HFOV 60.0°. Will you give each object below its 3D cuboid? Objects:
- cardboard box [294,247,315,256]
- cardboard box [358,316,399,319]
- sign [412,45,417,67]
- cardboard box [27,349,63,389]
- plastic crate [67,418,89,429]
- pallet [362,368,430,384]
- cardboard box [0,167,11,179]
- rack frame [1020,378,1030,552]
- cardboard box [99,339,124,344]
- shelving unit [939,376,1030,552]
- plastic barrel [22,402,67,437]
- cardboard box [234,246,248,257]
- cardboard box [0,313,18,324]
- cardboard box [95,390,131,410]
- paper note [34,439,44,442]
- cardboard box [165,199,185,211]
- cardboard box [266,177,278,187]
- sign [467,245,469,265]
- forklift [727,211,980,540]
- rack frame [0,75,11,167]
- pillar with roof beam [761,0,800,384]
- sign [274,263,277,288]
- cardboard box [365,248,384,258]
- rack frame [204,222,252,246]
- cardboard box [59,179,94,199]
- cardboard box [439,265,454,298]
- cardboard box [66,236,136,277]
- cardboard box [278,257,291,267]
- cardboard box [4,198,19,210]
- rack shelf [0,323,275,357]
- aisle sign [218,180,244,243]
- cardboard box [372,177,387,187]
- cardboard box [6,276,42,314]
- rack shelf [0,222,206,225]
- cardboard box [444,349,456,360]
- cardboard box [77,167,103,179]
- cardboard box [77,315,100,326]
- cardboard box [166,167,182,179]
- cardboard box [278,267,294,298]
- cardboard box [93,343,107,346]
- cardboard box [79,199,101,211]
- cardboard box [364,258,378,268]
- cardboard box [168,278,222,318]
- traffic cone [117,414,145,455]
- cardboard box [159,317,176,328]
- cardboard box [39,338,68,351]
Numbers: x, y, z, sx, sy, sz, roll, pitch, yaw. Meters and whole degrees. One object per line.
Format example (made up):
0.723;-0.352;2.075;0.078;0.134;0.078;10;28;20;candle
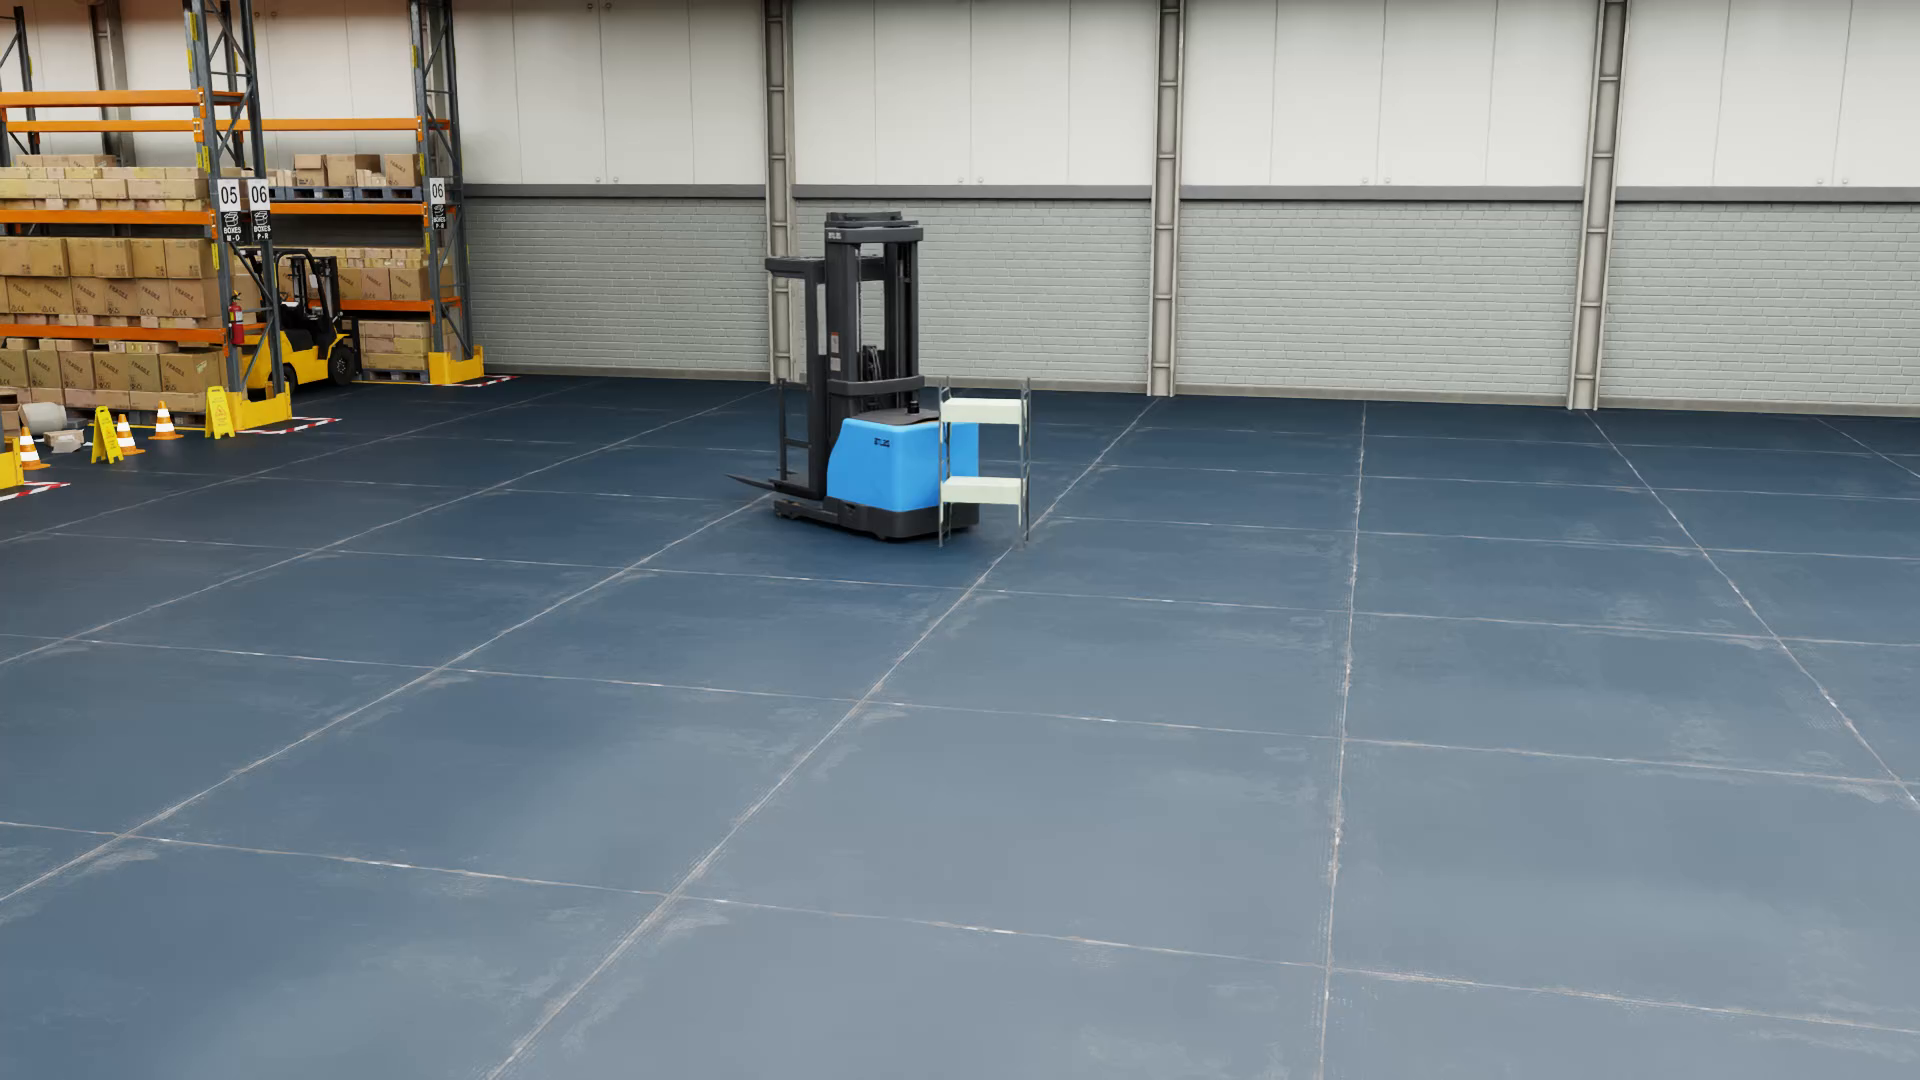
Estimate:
-10.528;-4.644;26.824;0.250;0.149;0.380;3;13;13;cardboard box
-9.542;-3.523;27.260;0.500;0.250;0.500;3;13;13;cardboard box
-8.296;-7.365;25.313;0.005;0.325;0.100;3;13;14;sign
-12.191;-2.334;22.476;0.500;0.500;0.500;4;13;16;cardboard box
-11.893;-1.539;21.985;0.583;0.080;0.402;-1;13;-6;plastic crate
-8.905;-2.724;27.024;1.213;0.211;1.003;3;13;14;pallet
-12.480;-4.841;21.943;0.250;0.149;0.380;3;13;12;cardboard box
0.579;-0.672;14.801;0.023;1.500;0.400;2;13;11;rack frame
-14.027;-3.413;28.205;0.625;0.625;0.875;3;13;11;cardboard box
0.219;-0.687;14.868;0.755;1.500;0.431;2;13;11;shelving unit
-11.706;-1.542;21.205;0.512;0.421;0.421;-9;15;-35;plastic barrel
-11.797;-4.694;27.050;0.250;0.149;0.380;3;13;15;cardboard box
-12.735;-3.009;22.453;0.250;0.149;0.380;3;13;15;cardboard box
-11.197;-1.913;22.310;0.500;0.250;0.500;3;13;12;cardboard box
-11.521;-1.262;20.876;0.142;0.019;0.148;8;15;33;paper note
-10.001;-4.318;21.425;0.250;0.149;0.380;3;13;14;cardboard box
-10.927;-5.731;26.592;0.250;0.149;0.380;3;13;15;cardboard box
-8.013;-4.632;27.006;0.005;0.325;0.100;3;13;14;sign
-1.169;-1.690;16.085;1.130;2.935;3.031;-11;17;-40;forklift
-13.221;-6.147;22.164;0.127;3.000;1.000;3;13;14;rack frame
-3.818;-5.992;21.467;0.400;9.000;9.100;3;13;14;pillar with roof beam
-9.208;-3.547;22.298;0.005;0.325;0.100;3;13;14;sign
-9.282;-4.582;26.547;0.250;0.149;0.380;3;13;14;cardboard box
-12.036;-4.262;27.519;0.127;3.000;1.000;3;13;14;rack frame
-11.383;-4.595;21.753;0.500;0.250;0.500;3;13;14;cardboard box
-8.567;-4.187;26.952;0.500;0.500;0.500;3;13;15;cardboard box
-11.346;-3.761;22.034;0.500;0.500;0.700;3;13;13;cardboard box
-10.802;-4.493;26.830;0.250;0.149;0.380;3;13;13;cardboard box
-12.469;-4.477;22.143;0.250;0.149;0.380;3;13;14;cardboard box
-11.279;-2.763;22.423;4.000;0.370;1.077;3;13;14;rack shelf
-9.347;-4.215;21.307;0.004;0.787;0.394;3;13;14;aisle sign
-9.029;-5.629;26.135;0.250;0.149;0.380;3;13;12;cardboard box
-12.368;-3.310;22.308;0.500;0.500;0.500;3;13;13;cardboard box
-13.977;-5.479;27.740;4.000;0.370;1.077;3;13;14;rack shelf
-8.582;-2.984;27.136;0.500;0.250;0.500;3;13;14;cardboard box
-11.234;-4.770;21.620;0.250;0.149;0.380;3;13;15;cardboard box
-11.501;-2.936;22.122;0.250;0.149;0.380;3;13;13;cardboard box
-9.978;-4.718;21.390;0.250;0.149;0.380;3;13;15;cardboard box
-10.666;-4.183;26.933;0.500;0.500;0.500;3;13;13;cardboard box
-12.088;-2.447;22.983;0.500;0.500;0.500;3;13;15;cardboard box
-11.253;-4.382;21.715;0.250;0.149;0.380;3;13;13;cardboard box
-9.286;-4.428;26.537;0.250;0.149;0.380;3;13;13;cardboard box
-9.931;-3.175;21.700;0.500;0.500;0.500;3;13;13;cardboard box
-10.000;-1.272;19.899;0.334;0.463;0.336;3;13;14;traffic cone
-10.268;-2.870;21.824;0.250;0.149;0.380;3;13;13;cardboard box
-12.107;-2.631;22.316;0.250;0.149;0.380;4;13;16;cardboard box
